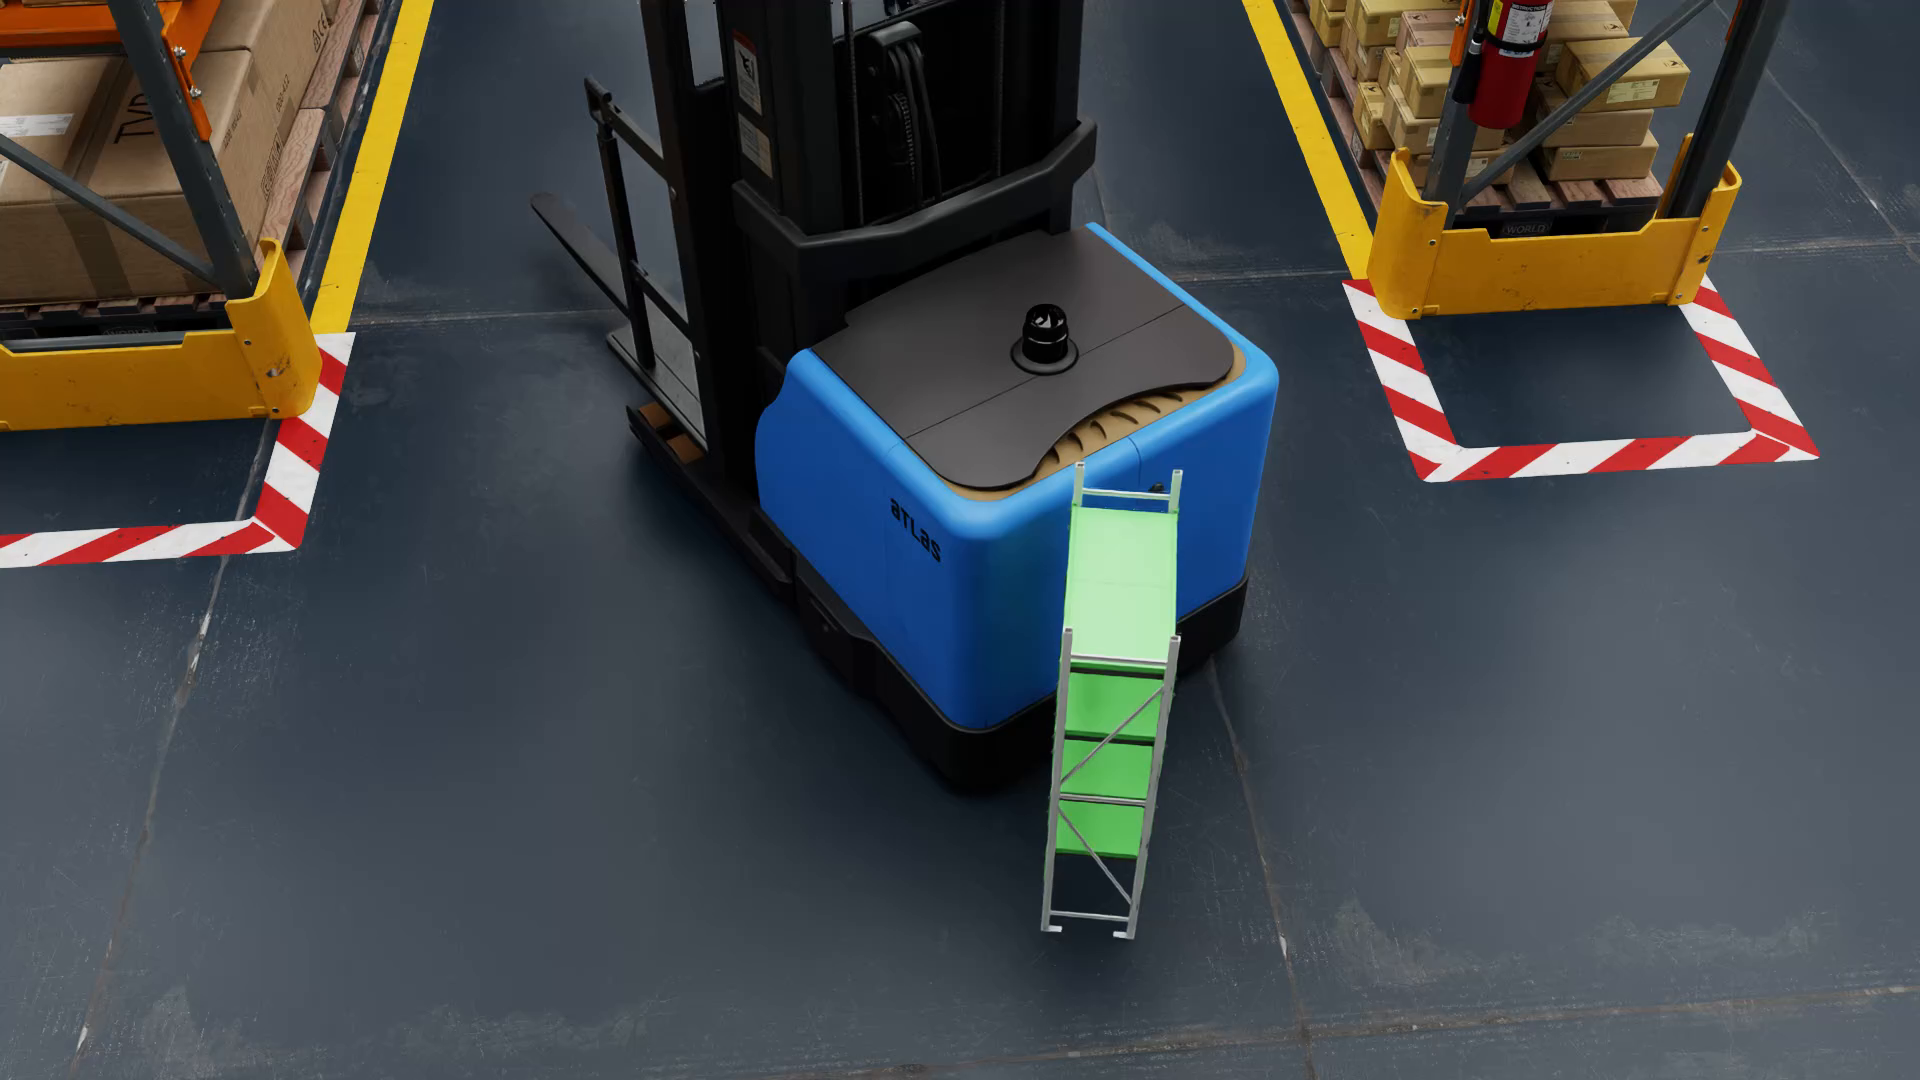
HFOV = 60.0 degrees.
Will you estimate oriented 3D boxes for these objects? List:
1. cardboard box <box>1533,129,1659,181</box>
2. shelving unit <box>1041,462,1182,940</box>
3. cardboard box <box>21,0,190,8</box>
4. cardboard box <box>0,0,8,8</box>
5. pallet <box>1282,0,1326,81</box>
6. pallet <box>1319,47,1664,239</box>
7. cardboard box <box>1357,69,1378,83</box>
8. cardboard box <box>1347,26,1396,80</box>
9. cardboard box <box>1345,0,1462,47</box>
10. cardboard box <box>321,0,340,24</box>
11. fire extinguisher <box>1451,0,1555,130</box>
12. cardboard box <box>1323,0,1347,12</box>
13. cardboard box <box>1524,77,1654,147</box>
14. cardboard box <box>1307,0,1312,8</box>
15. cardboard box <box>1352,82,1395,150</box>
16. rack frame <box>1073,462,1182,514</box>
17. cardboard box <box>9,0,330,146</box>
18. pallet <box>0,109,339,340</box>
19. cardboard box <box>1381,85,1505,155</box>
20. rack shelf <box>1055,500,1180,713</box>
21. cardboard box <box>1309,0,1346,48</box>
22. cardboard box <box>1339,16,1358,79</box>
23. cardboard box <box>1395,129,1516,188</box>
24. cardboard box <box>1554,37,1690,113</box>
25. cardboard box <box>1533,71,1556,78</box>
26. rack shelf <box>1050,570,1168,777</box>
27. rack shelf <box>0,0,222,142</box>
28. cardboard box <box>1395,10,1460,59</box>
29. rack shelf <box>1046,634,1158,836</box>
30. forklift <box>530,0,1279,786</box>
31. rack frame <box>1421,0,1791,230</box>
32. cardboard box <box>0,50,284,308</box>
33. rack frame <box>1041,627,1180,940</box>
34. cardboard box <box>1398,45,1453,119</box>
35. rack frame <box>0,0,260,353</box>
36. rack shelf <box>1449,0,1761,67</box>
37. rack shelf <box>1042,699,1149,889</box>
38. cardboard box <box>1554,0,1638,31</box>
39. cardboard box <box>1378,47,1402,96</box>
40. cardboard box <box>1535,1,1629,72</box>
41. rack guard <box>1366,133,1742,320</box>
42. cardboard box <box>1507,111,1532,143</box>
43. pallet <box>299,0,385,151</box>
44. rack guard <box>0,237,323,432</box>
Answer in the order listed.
[{"bbox_3d":[2.387,-1.490,6.270,0.380,0.149,0.250,-3,47,-2],"label":"cardboard box"},{"bbox_3d":[0.355,0.426,4.018,0.258,1.200,0.503,4,47,4],"label":"shelving unit"},{"bbox_3d":[-2.566,-1.953,4.964,0.500,0.500,0.500,-4,47,-4],"label":"cardboard box"},{"bbox_3d":[-3.116,-1.921,4.934,0.500,0.500,0.500,-3,47,-3],"label":"cardboard box"},{"bbox_3d":[1.974,-2.494,7.467,1.003,0.211,1.213,-3,47,-3],"label":"pallet"},{"bbox_3d":[2.073,-1.614,6.633,1.003,0.211,1.213,-3,47,-3],"label":"pallet"},{"bbox_3d":[1.801,-1.836,6.597,0.380,0.149,0.250,-4,47,-3],"label":"cardboard box"},{"bbox_3d":[1.738,-1.934,6.485,0.380,0.149,0.250,-5,47,-5],"label":"cardboard box"},{"bbox_3d":[1.703,-2.029,6.370,0.380,0.149,0.250,-4,47,-4],"label":"cardboard box"},{"bbox_3d":[-3.126,-2.602,7.124,0.875,0.438,0.875,-5,47,-4],"label":"cardboard box"},{"bbox_3d":[1.673,-1.562,4.974,0.296,0.674,0.183,-3,47,-3],"label":"fire extinguisher"},{"bbox_3d":[1.682,-2.308,6.839,0.380,0.149,0.250,-3,47,-3],"label":"cardboard box"},{"bbox_3d":[2.324,-1.589,6.158,0.380,0.149,0.250,-2,47,-2],"label":"cardboard box"},{"bbox_3d":[1.681,-2.394,7.125,0.380,0.149,0.250,-3,47,-3],"label":"cardboard box"},{"bbox_3d":[1.738,-1.640,6.411,0.380,0.149,0.250,-2,47,-2],"label":"cardboard box"},{"bbox_3d":[0.379,0.249,4.184,0.240,1.200,0.015,4,47,4],"label":"rack frame"},{"bbox_3d":[-3.052,-1.950,6.506,0.875,0.438,0.875,-2,47,-2],"label":"cardboard box"},{"bbox_3d":[-2.957,-1.168,6.211,1.003,0.211,1.213,-3,47,-3],"label":"pallet"},{"bbox_3d":[1.783,-1.558,6.129,0.380,0.149,0.250,-5,47,-4],"label":"cardboard box"},{"bbox_3d":[0.356,0.142,3.714,0.258,0.148,0.480,4,47,4],"label":"rack shelf"},{"bbox_3d":[1.684,-2.195,6.937,0.380,0.149,0.250,-5,47,-5],"label":"cardboard box"},{"bbox_3d":[1.768,-2.014,6.766,0.380,0.149,0.250,-3,47,-3],"label":"cardboard box"},{"bbox_3d":[1.860,-1.460,6.241,0.380,0.149,0.250,-3,47,-3],"label":"cardboard box"},{"bbox_3d":[2.407,-1.696,6.055,0.380,0.149,0.250,-5,47,-5],"label":"cardboard box"},{"bbox_3d":[2.357,-1.790,6.349,0.380,0.149,0.250,-4,47,-3],"label":"cardboard box"},{"bbox_3d":[0.355,0.306,3.889,0.258,0.148,0.480,4,47,4],"label":"rack shelf"},{"bbox_3d":[-2.980,-2.753,6.287,1.077,0.370,4.000,-3,47,-3],"label":"rack shelf"},{"bbox_3d":[1.851,-1.849,6.200,0.380,0.149,0.250,-3,47,-3],"label":"cardboard box"},{"bbox_3d":[0.355,0.470,4.064,0.258,0.148,0.480,4,47,4],"label":"rack shelf"},{"bbox_3d":[-0.438,-1.374,4.532,1.130,2.935,3.031,-27,52,-24],"label":"forklift"},{"bbox_3d":[2.112,-1.927,5.010,1.000,3.000,0.127,-3,47,-3],"label":"rack frame"},{"bbox_3d":[-2.967,-1.288,5.880,0.875,0.438,0.875,-5,47,-5],"label":"cardboard box"},{"bbox_3d":[0.330,0.603,3.852,0.240,1.200,0.015,4,47,4],"label":"rack frame"},{"bbox_3d":[1.815,-1.664,6.024,0.380,0.149,0.250,-3,47,-3],"label":"cardboard box"},{"bbox_3d":[-2.812,-1.553,4.655,1.000,3.000,0.127,-3,47,-3],"label":"rack frame"},{"bbox_3d":[1.945,-3.127,6.641,1.077,0.370,4.000,-3,47,-3],"label":"rack shelf"},{"bbox_3d":[0.354,0.634,4.239,0.258,0.148,0.480,4,47,4],"label":"rack shelf"},{"bbox_3d":[2.370,-2.078,6.417,0.380,0.149,0.250,-4,47,-3],"label":"cardboard box"},{"bbox_3d":[1.815,-1.751,6.312,0.380,0.149,0.250,-4,47,-4],"label":"cardboard box"},{"bbox_3d":[2.264,-1.888,6.237,0.380,0.149,0.250,-3,47,-3],"label":"cardboard box"},{"bbox_3d":[2.106,-1.123,5.969,1.175,0.500,0.348,-3,47,-3],"label":"rack guard"},{"bbox_3d":[2.284,-1.674,6.444,0.380,0.149,0.250,-4,47,-3],"label":"cardboard box"},{"bbox_3d":[-3.056,-2.049,7.045,1.003,0.211,1.213,-3,47,-3],"label":"pallet"},{"bbox_3d":[-2.810,-0.677,5.546,1.175,0.500,0.348,-3,47,-3],"label":"rack guard"}]
